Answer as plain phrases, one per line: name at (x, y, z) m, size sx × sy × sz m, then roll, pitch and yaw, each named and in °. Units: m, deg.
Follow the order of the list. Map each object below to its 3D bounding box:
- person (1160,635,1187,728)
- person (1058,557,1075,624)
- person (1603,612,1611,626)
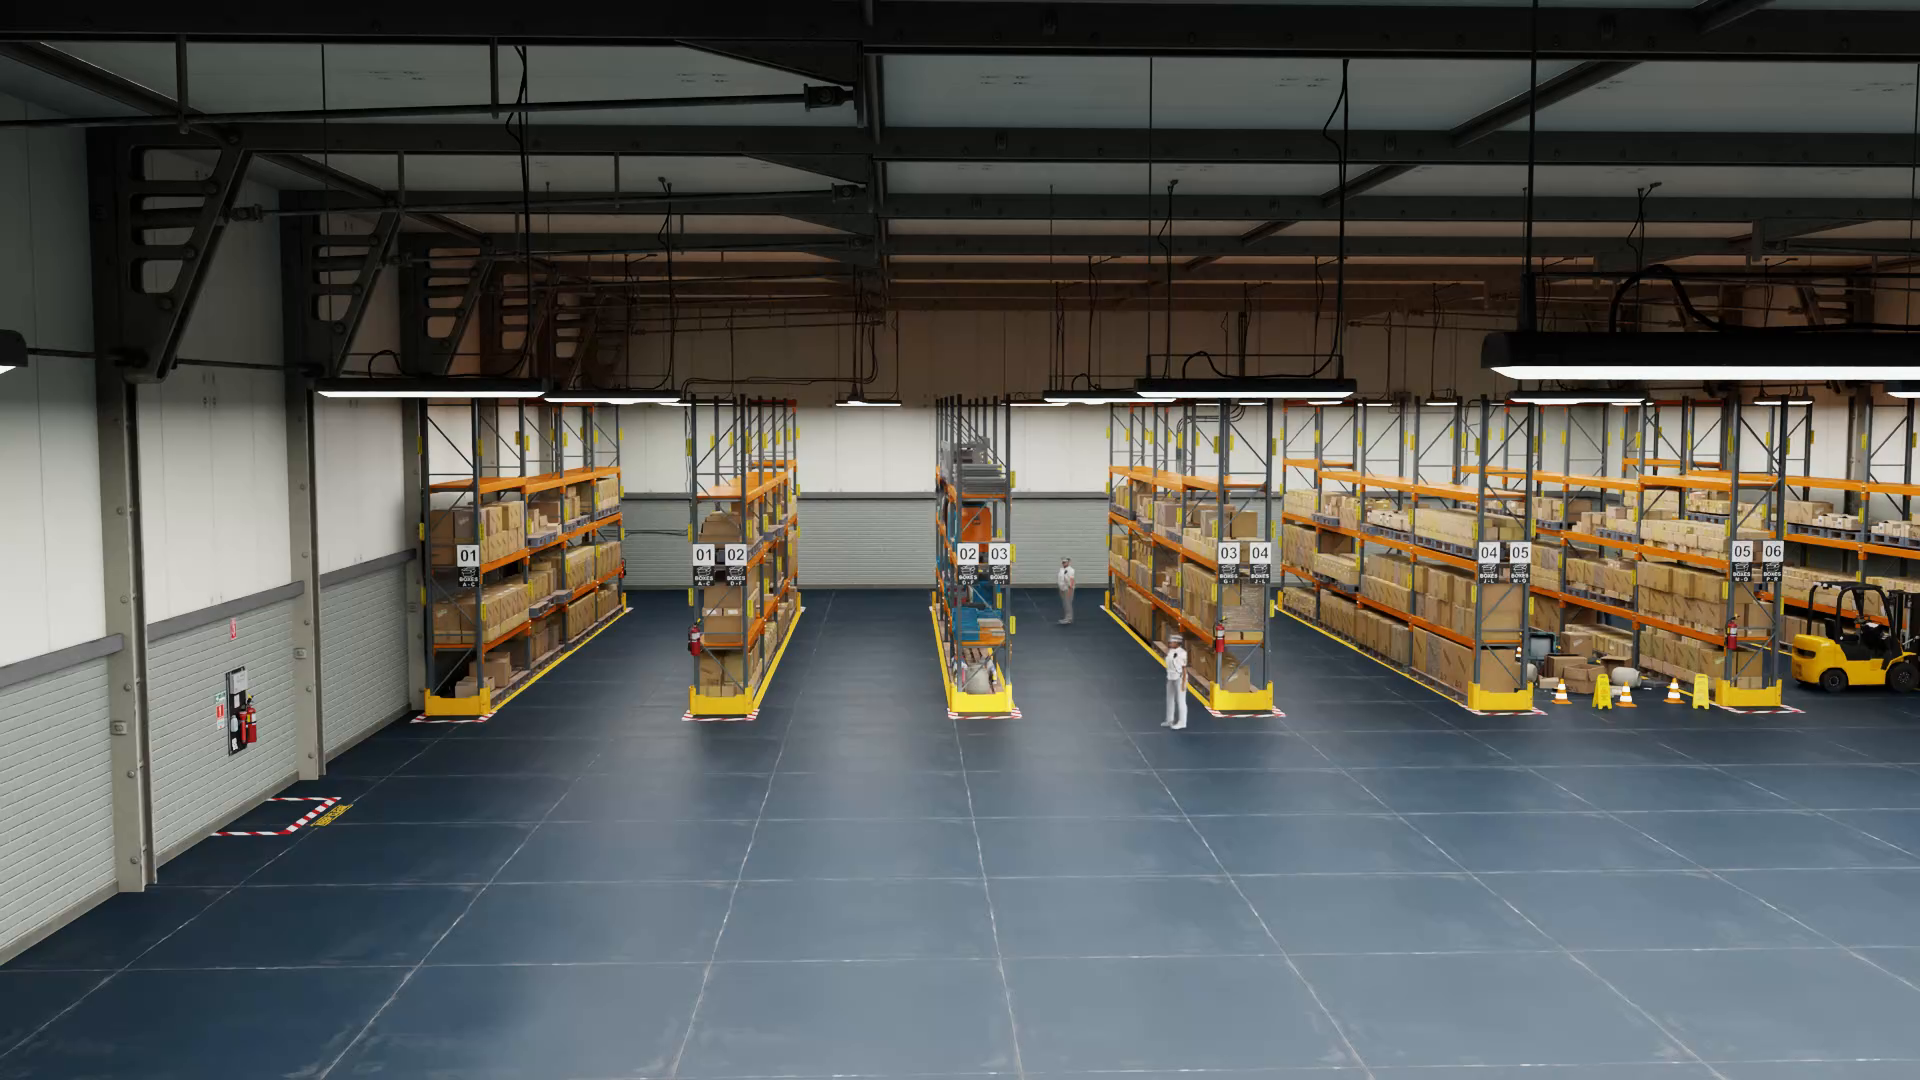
person at (3.846, 2.529, 29.856) m, size 0.414 × 1.677 × 0.503 m, roll -3°, pitch 5°, yaw -34°
person at (2.835, 1.336, 44.431) m, size 0.404 × 1.772 × 0.564 m, roll -2°, pitch 5°, yaw -26°
person at (16.403, 1.604, 42.249) m, size 0.422 × 1.602 × 0.477 m, roll 3°, pitch 5°, yaw 30°
